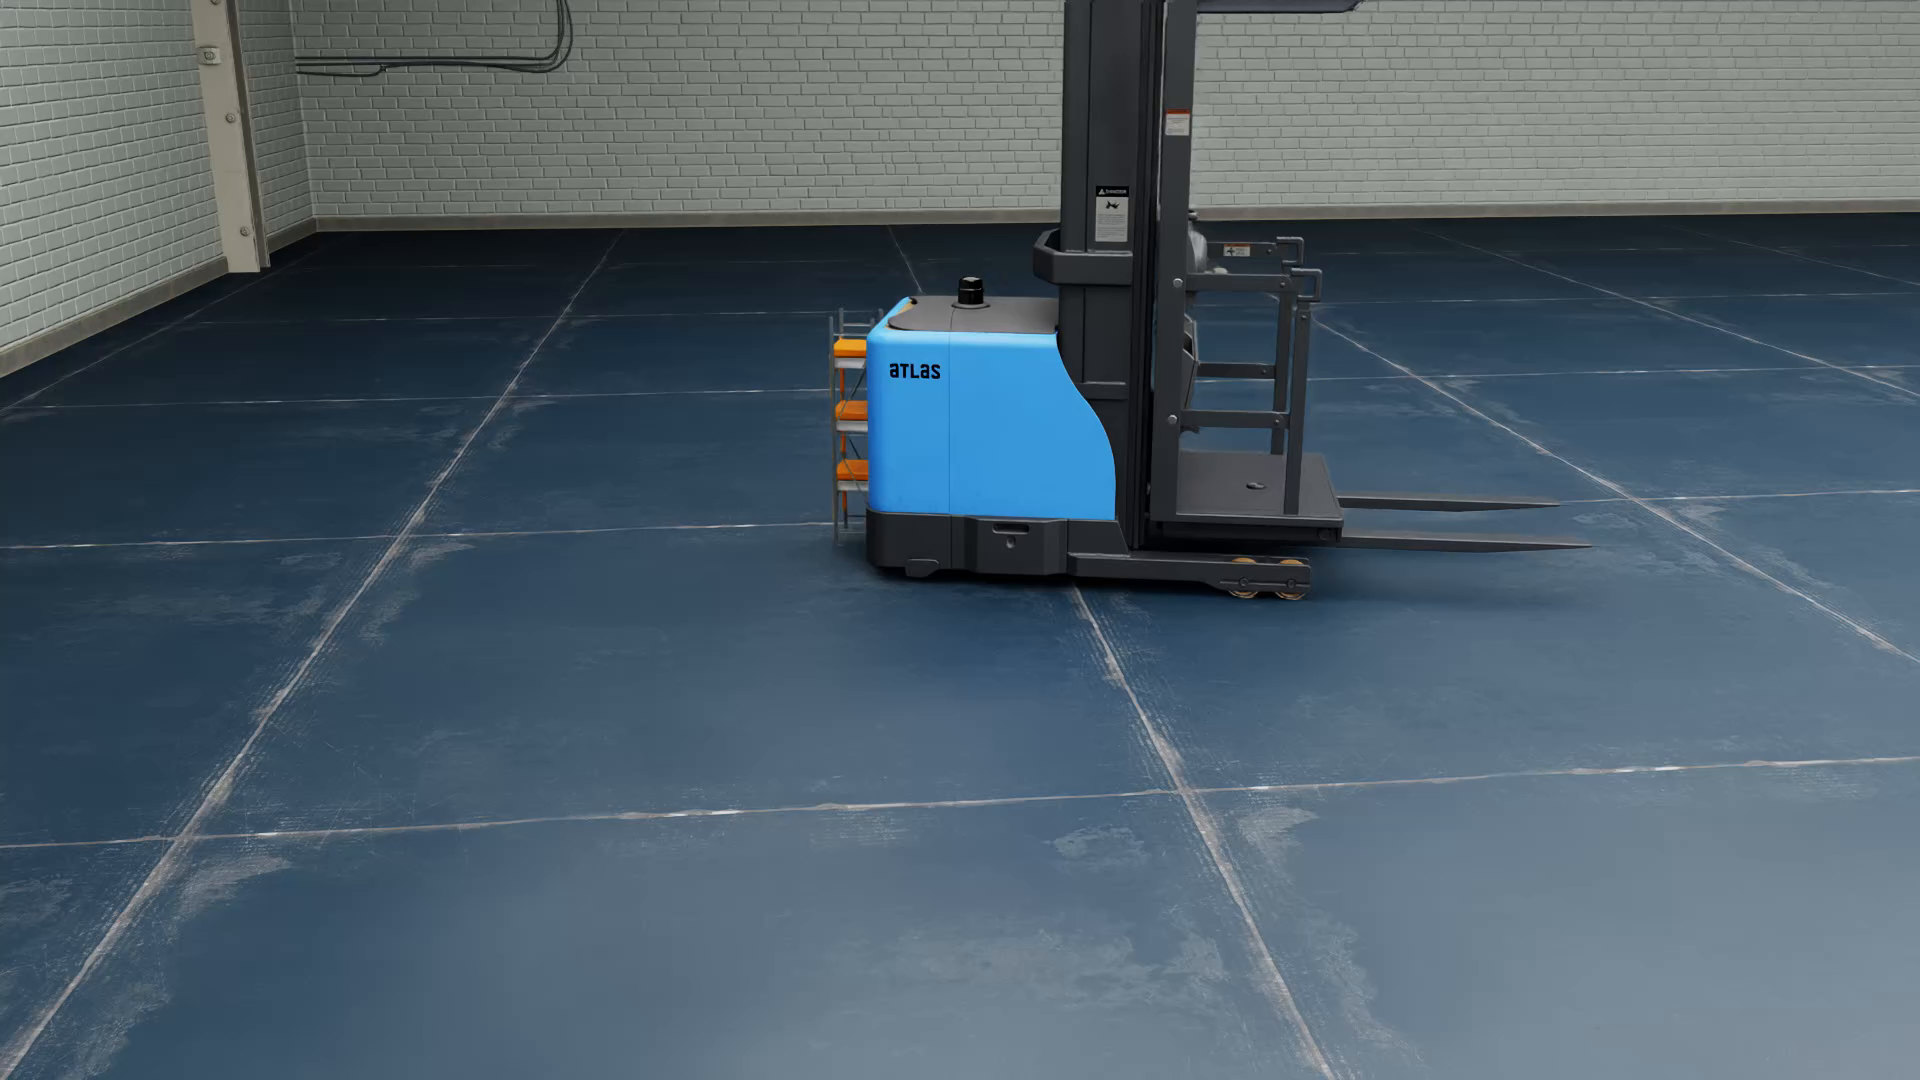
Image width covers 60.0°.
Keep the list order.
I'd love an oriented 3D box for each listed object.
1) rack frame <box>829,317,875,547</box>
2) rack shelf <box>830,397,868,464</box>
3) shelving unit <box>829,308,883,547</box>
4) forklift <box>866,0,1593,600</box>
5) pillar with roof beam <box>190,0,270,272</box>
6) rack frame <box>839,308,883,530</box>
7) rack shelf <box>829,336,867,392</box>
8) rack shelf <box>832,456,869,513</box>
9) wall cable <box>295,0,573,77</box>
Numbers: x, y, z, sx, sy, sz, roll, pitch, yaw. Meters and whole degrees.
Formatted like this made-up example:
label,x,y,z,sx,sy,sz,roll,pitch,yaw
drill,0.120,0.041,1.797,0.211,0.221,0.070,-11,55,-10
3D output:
label,x,y,z,sx,sy,sz,roll,pitch,yaw
rack frame,-0.472,-0.469,7.418,0.200,1.050,0.008,2,18,6
rack shelf,-0.459,-0.495,7.537,0.215,0.259,0.240,2,18,6
shelving unit,-0.459,-0.505,7.534,0.215,1.050,0.252,2,18,6
forklift,1.154,-1.318,6.983,3.031,2.935,1.130,2,18,7
pillar with roof beam,-2.546,-7.023,15.024,9.100,9.000,0.400,-2,18,-6
rack frame,-0.445,-0.542,7.650,0.200,1.050,0.008,2,18,6
rack shelf,-0.459,-0.766,7.452,0.215,0.259,0.240,2,18,6
rack shelf,-0.459,-0.230,7.621,0.215,0.259,0.240,2,18,6
wall cable,-5.817,-6.327,17.991,3.097,2.526,0.112,-2,18,-6
